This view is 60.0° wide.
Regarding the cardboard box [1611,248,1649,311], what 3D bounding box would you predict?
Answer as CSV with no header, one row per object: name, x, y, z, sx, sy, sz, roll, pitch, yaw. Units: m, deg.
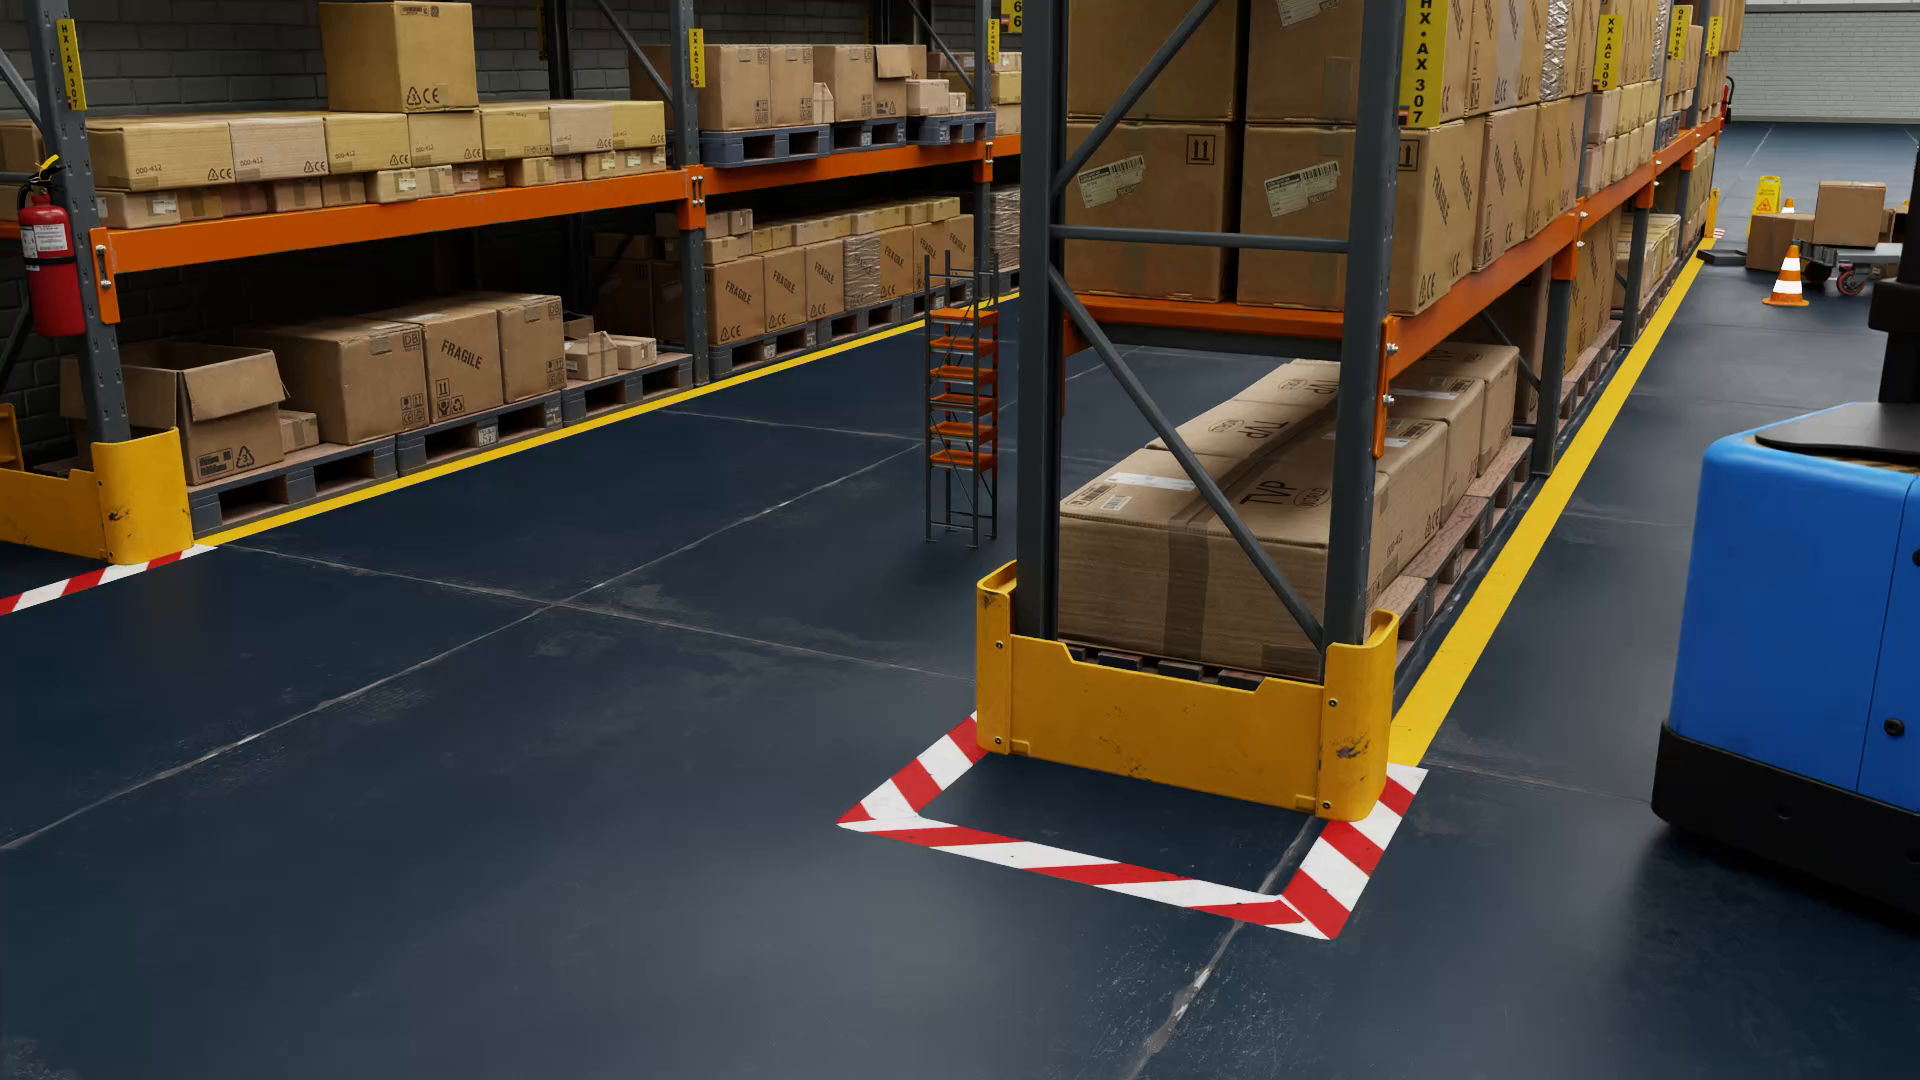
cardboard box,4.474,-1.919,12.094,0.950,0.372,0.625,7,18,22

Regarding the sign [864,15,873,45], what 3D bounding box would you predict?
sign,-0.728,-4.090,13.492,0.100,0.325,0.005,8,18,25

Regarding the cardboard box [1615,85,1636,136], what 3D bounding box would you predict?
cardboard box,3.331,-2.321,8.956,0.500,0.250,0.500,8,18,26

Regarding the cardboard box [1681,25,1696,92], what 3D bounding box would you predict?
cardboard box,5.542,-3.841,13.253,0.500,0.500,0.500,9,19,27

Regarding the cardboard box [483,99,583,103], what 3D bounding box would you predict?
cardboard box,-2.480,-2.425,9.662,0.500,0.250,0.500,8,18,25

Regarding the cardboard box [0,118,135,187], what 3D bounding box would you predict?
cardboard box,-3.836,-1.649,7.049,0.500,0.250,0.500,9,19,27

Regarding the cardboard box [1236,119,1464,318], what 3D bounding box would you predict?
cardboard box,1.109,-0.930,4.713,0.500,0.500,0.500,8,18,25

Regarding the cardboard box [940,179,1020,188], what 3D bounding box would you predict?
cardboard box,0.346,-2.853,14.793,0.875,0.625,0.625,9,19,27

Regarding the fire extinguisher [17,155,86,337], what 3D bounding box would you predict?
fire extinguisher,-3.457,-1.115,6.301,0.296,0.674,0.183,8,18,25

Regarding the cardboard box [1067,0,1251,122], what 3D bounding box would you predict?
cardboard box,0.640,-1.477,4.797,0.500,0.500,0.500,9,19,27

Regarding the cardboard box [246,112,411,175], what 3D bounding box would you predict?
cardboard box,-2.912,-1.837,7.683,0.500,0.250,0.500,8,18,24

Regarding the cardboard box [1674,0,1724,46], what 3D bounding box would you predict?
cardboard box,6.390,-4.608,14.815,0.700,0.500,0.500,8,18,25

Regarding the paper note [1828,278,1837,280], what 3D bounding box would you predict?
paper note,7.763,-2.348,14.876,0.148,0.019,0.142,8,18,25

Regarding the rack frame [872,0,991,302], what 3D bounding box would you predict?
rack frame,-0.230,-3.465,13.422,1.000,3.000,0.127,8,18,25

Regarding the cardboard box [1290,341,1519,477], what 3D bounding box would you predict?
cardboard box,2.049,-0.642,7.681,0.875,0.438,0.875,8,18,25

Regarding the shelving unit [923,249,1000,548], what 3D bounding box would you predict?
shelving unit,0.006,-0.579,6.866,0.258,1.200,0.189,8,18,25

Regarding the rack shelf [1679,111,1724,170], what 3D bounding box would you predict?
rack shelf,6.894,-4.018,16.547,1.077,0.370,4.000,8,18,25

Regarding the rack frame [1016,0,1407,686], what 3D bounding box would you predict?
rack frame,0.638,-0.797,4.439,1.000,3.000,0.127,8,18,25

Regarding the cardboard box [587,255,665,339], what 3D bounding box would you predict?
cardboard box,-2.062,-1.612,10.836,0.500,0.500,0.500,8,18,25

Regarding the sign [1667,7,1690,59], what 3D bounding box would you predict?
sign,4.710,-3.320,10.899,0.100,0.325,0.005,8,18,25

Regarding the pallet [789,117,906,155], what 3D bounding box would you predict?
pallet,-1.095,-2.877,11.780,1.003,0.211,1.213,8,18,25

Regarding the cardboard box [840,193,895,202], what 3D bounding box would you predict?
cardboard box,-0.742,-2.686,13.312,0.380,0.149,0.250,9,19,28

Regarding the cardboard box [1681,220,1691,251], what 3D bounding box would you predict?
cardboard box,6.505,-2.852,15.452,0.500,0.250,0.500,7,18,23

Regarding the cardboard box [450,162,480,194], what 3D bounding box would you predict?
cardboard box,-2.639,-1.822,8.330,0.380,0.149,0.250,8,18,25

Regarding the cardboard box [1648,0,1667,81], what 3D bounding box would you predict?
cardboard box,3.994,-3.065,10.144,0.500,0.500,0.500,8,19,26

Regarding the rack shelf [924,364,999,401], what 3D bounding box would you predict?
rack shelf,0.006,-0.651,6.844,0.258,0.103,0.180,8,18,25

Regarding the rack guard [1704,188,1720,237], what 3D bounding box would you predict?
rack guard,7.753,-3.655,18.451,1.175,0.500,0.348,8,18,25

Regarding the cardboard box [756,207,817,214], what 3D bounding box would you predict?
cardboard box,-1.272,-2.350,12.180,0.380,0.149,0.250,8,18,26

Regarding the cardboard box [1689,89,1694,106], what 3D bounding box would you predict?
cardboard box,6.017,-3.768,14.146,0.380,0.149,0.250,8,18,26

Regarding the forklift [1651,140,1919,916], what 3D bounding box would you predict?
forklift,3.286,-0.777,4.491,3.031,2.935,1.130,-13,21,-37

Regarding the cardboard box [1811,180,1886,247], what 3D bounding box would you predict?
cardboard box,7.606,-2.799,14.241,0.500,0.500,0.500,8,18,25

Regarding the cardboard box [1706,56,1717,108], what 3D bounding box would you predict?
cardboard box,6.885,-4.378,15.796,0.500,0.500,0.500,8,18,25

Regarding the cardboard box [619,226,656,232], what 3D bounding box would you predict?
cardboard box,-1.998,-1.958,10.863,0.380,0.149,0.250,8,18,25

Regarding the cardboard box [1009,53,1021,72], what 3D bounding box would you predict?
cardboard box,0.294,-3.936,13.692,0.380,0.149,0.250,9,19,27

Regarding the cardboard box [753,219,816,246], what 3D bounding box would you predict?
cardboard box,-1.204,-2.095,11.324,0.380,0.149,0.250,8,18,25

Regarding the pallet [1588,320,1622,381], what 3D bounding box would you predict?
pallet,3.793,-1.307,11.052,1.003,0.211,1.213,8,18,25

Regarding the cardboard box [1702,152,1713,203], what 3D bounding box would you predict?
cardboard box,7.432,-3.744,17.137,0.500,0.500,0.500,9,19,27

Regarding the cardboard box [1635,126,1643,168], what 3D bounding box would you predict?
cardboard box,3.765,-2.342,9.906,0.500,0.250,0.500,8,18,25

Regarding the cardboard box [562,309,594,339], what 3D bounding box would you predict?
cardboard box,-2.524,-1.220,9.850,0.500,0.311,0.500,9,19,27

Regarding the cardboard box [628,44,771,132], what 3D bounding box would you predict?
cardboard box,-1.601,-2.790,10.237,0.700,0.500,0.500,9,19,27

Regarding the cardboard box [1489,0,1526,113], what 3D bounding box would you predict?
cardboard box,1.555,-1.675,5.462,0.500,0.500,0.500,8,18,25

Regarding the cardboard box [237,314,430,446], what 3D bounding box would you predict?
cardboard box,-3.030,-0.787,8.058,0.700,0.500,0.500,9,19,28

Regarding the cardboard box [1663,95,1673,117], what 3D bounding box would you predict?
cardboard box,4.985,-3.173,12.144,0.380,0.149,0.250,8,18,26

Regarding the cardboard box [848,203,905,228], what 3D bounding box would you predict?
cardboard box,-0.634,-2.425,12.433,0.380,0.149,0.250,9,19,27

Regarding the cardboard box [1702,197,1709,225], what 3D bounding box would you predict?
cardboard box,7.656,-3.509,17.663,0.500,0.250,0.500,8,18,25

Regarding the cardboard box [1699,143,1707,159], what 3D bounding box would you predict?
cardboard box,6.960,-3.747,16.008,0.380,0.149,0.250,9,19,29

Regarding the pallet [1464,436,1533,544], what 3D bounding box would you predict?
pallet,2.015,-0.295,7.647,1.003,0.211,1.213,8,18,25

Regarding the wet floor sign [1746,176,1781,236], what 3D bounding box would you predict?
wet floor sign,8.829,-3.656,18.200,0.232,0.644,0.267,-15,22,-41

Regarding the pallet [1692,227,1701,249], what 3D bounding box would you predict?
pallet,7.359,-3.314,17.810,1.003,0.211,1.213,8,18,25

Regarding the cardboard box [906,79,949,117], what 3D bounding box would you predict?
cardboard box,-0.412,-3.285,12.340,0.500,0.250,0.500,7,18,23

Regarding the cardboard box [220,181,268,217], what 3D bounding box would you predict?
cardboard box,-3.254,-1.498,7.240,0.380,0.149,0.250,8,18,25

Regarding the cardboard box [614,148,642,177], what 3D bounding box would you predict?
cardboard box,-2.031,-2.143,9.413,0.380,0.149,0.250,9,19,27

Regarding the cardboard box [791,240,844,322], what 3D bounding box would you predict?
cardboard box,-1.144,-1.807,11.493,0.500,0.500,0.500,8,18,24

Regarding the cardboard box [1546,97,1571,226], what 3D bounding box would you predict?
cardboard box,2.222,-1.581,6.904,0.500,0.500,0.500,8,18,24

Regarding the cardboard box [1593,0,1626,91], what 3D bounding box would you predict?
cardboard box,2.879,-2.418,7.966,0.500,0.500,0.500,8,18,26

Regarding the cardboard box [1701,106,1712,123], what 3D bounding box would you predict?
cardboard box,7.008,-4.097,15.991,0.380,0.149,0.250,8,18,26
